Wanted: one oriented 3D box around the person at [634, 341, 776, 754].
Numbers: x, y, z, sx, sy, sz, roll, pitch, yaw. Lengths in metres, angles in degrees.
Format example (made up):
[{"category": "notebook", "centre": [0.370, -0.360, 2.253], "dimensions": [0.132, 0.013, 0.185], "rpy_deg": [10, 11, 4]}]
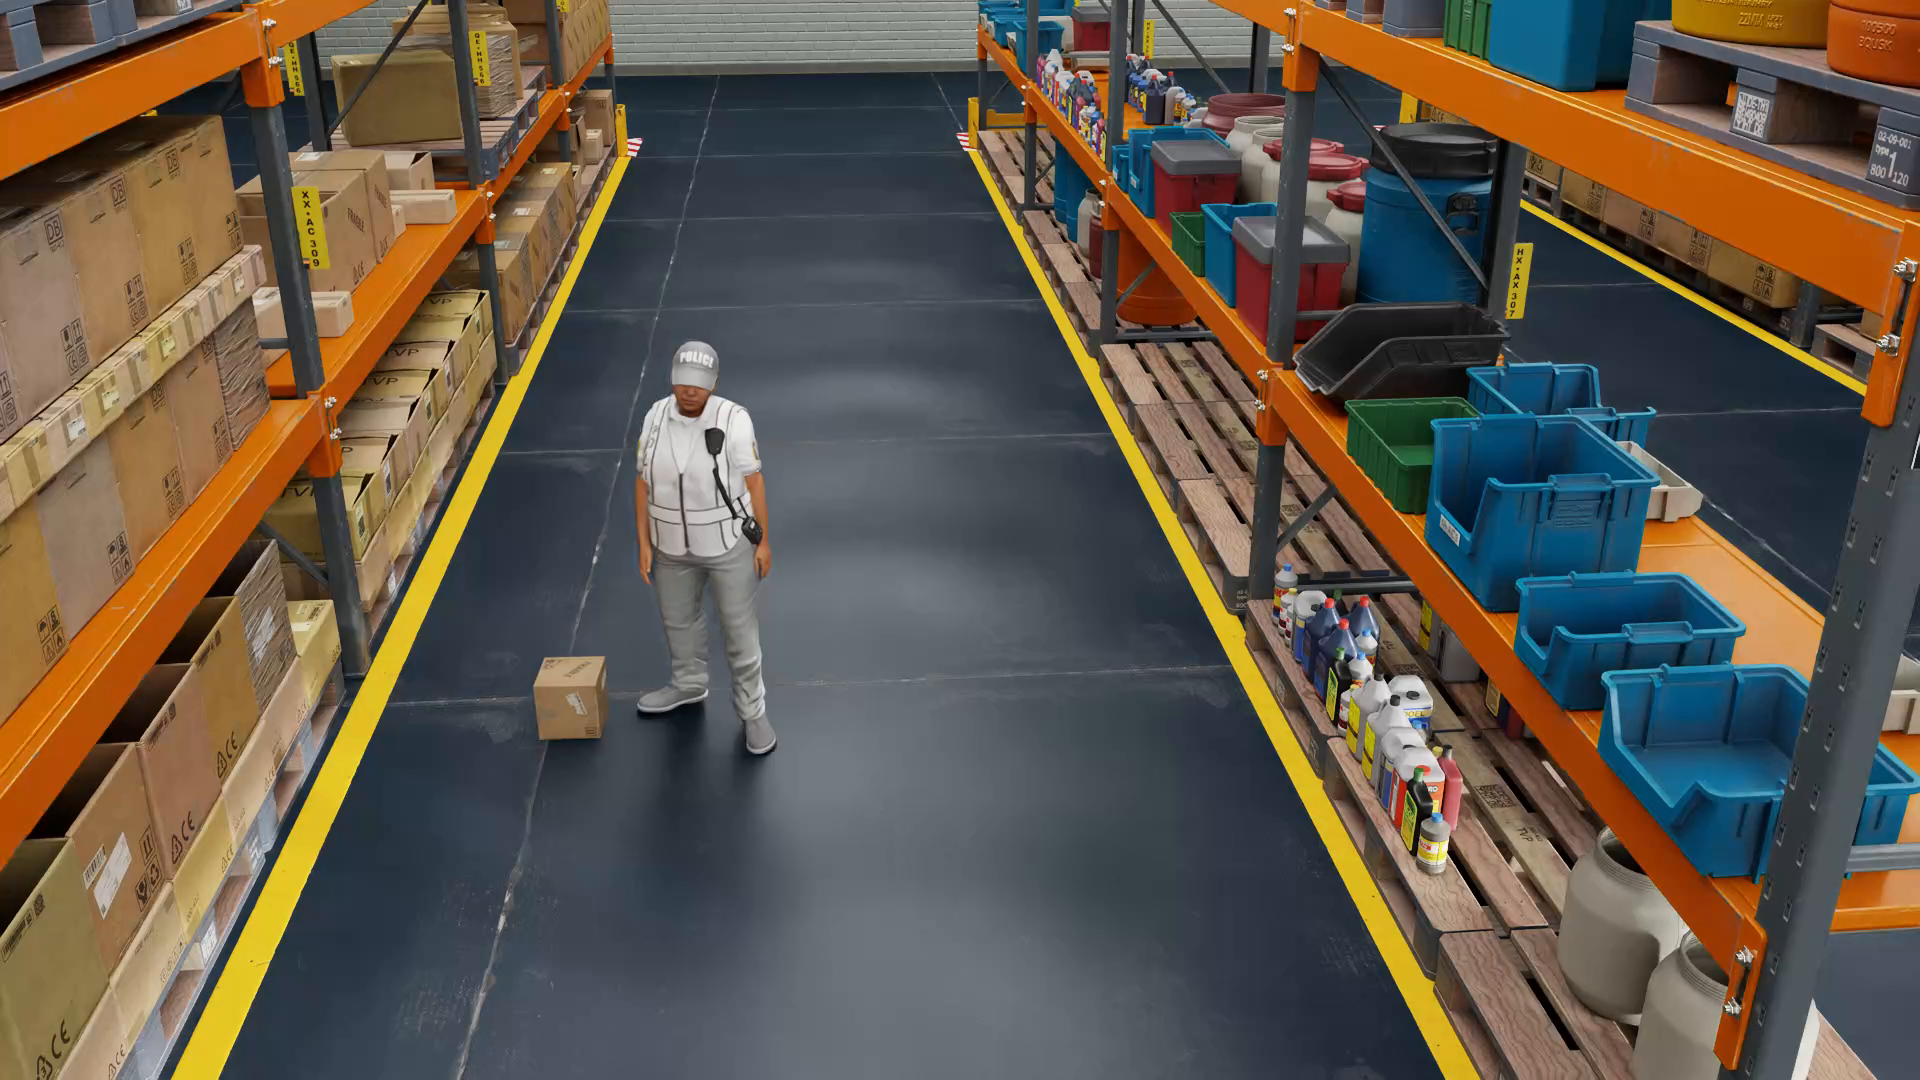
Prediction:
[{"category": "person", "centre": [-1.044, 0.008, 6.562], "dimensions": [0.658, 1.669, 0.438], "rpy_deg": [5, 24, 11]}]
